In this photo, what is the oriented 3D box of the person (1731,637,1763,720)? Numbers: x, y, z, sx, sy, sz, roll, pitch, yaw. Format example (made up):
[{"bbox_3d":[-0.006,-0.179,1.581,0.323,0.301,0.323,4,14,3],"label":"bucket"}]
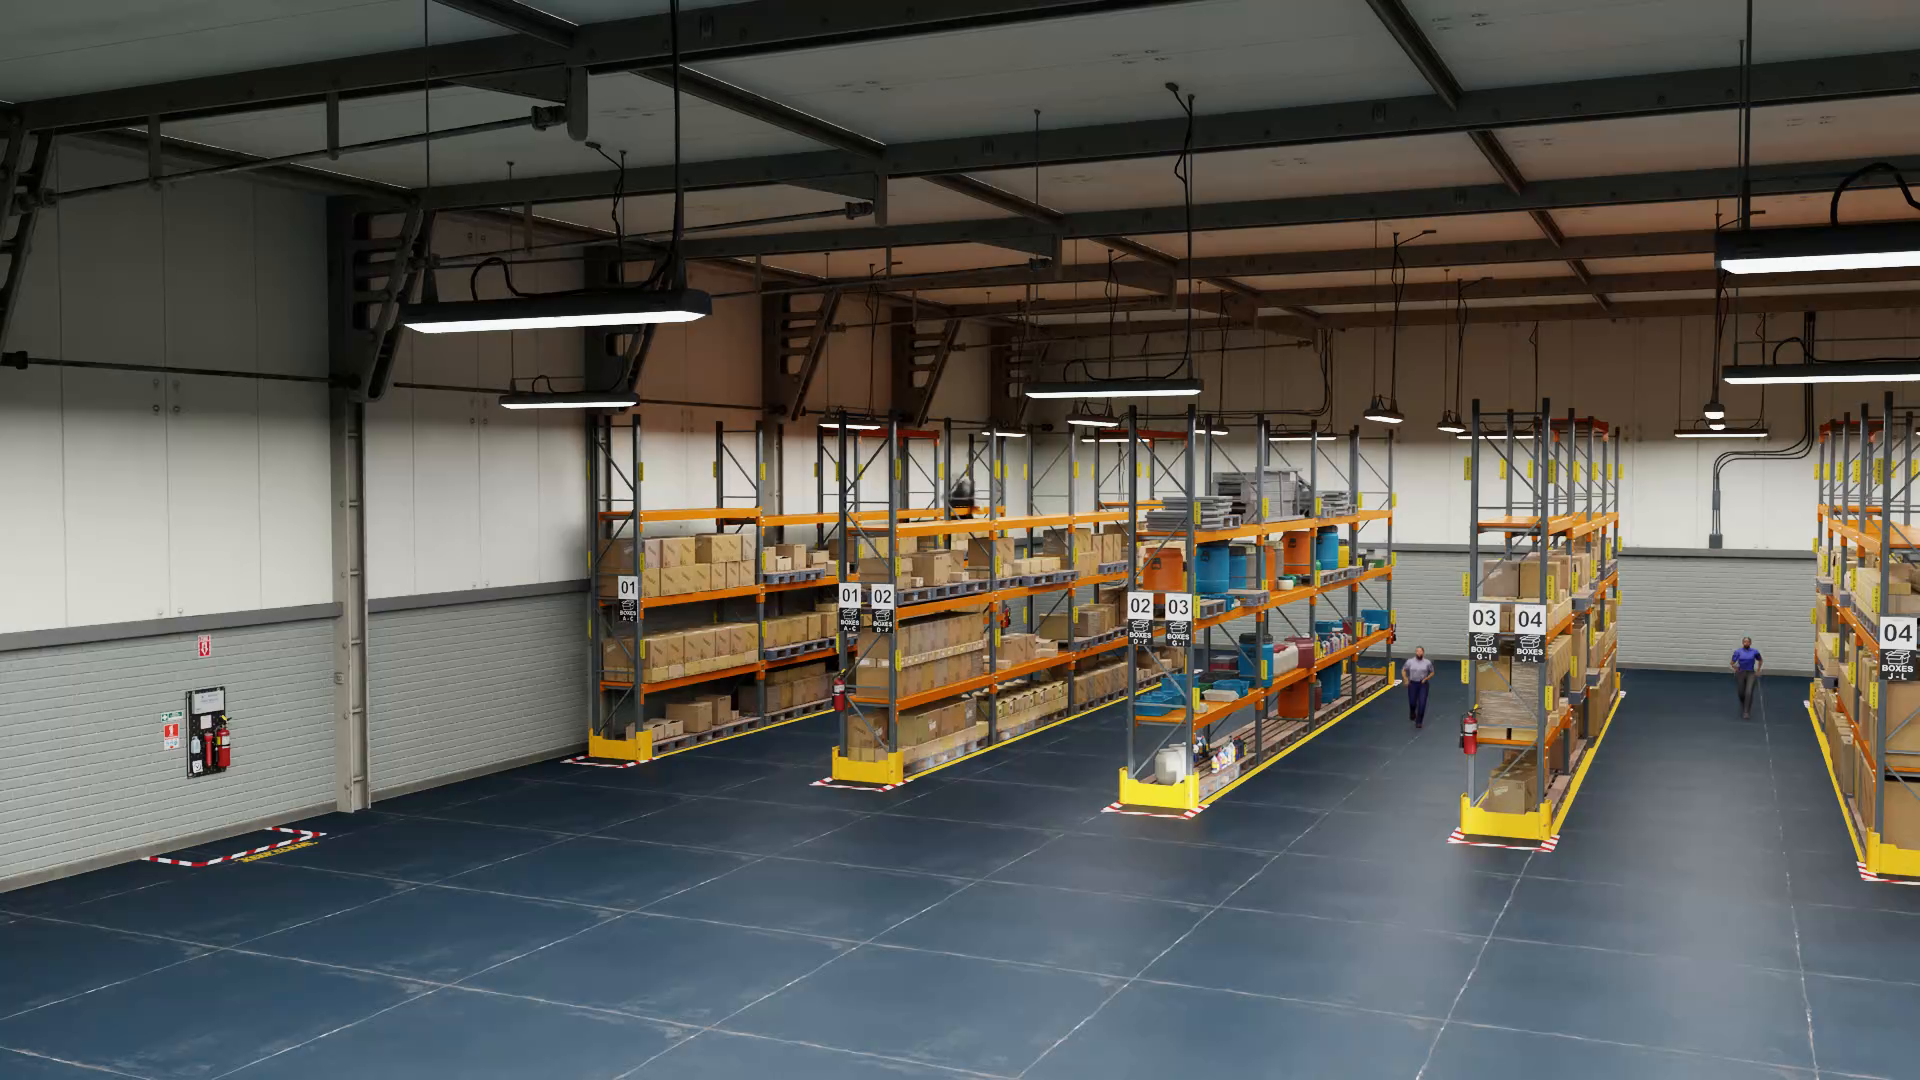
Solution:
[{"bbox_3d":[16.053,2.800,33.941,0.596,1.639,0.854,1,3,27],"label":"person"}]

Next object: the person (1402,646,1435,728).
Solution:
[{"bbox_3d":[8.954,2.872,32.478,0.619,1.589,0.556,1,2,12],"label":"person"}]

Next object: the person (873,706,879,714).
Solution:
[{"bbox_3d":[-1.444,2.858,31.422,0.641,1.784,1.036,1,3,25],"label":"person"}]
